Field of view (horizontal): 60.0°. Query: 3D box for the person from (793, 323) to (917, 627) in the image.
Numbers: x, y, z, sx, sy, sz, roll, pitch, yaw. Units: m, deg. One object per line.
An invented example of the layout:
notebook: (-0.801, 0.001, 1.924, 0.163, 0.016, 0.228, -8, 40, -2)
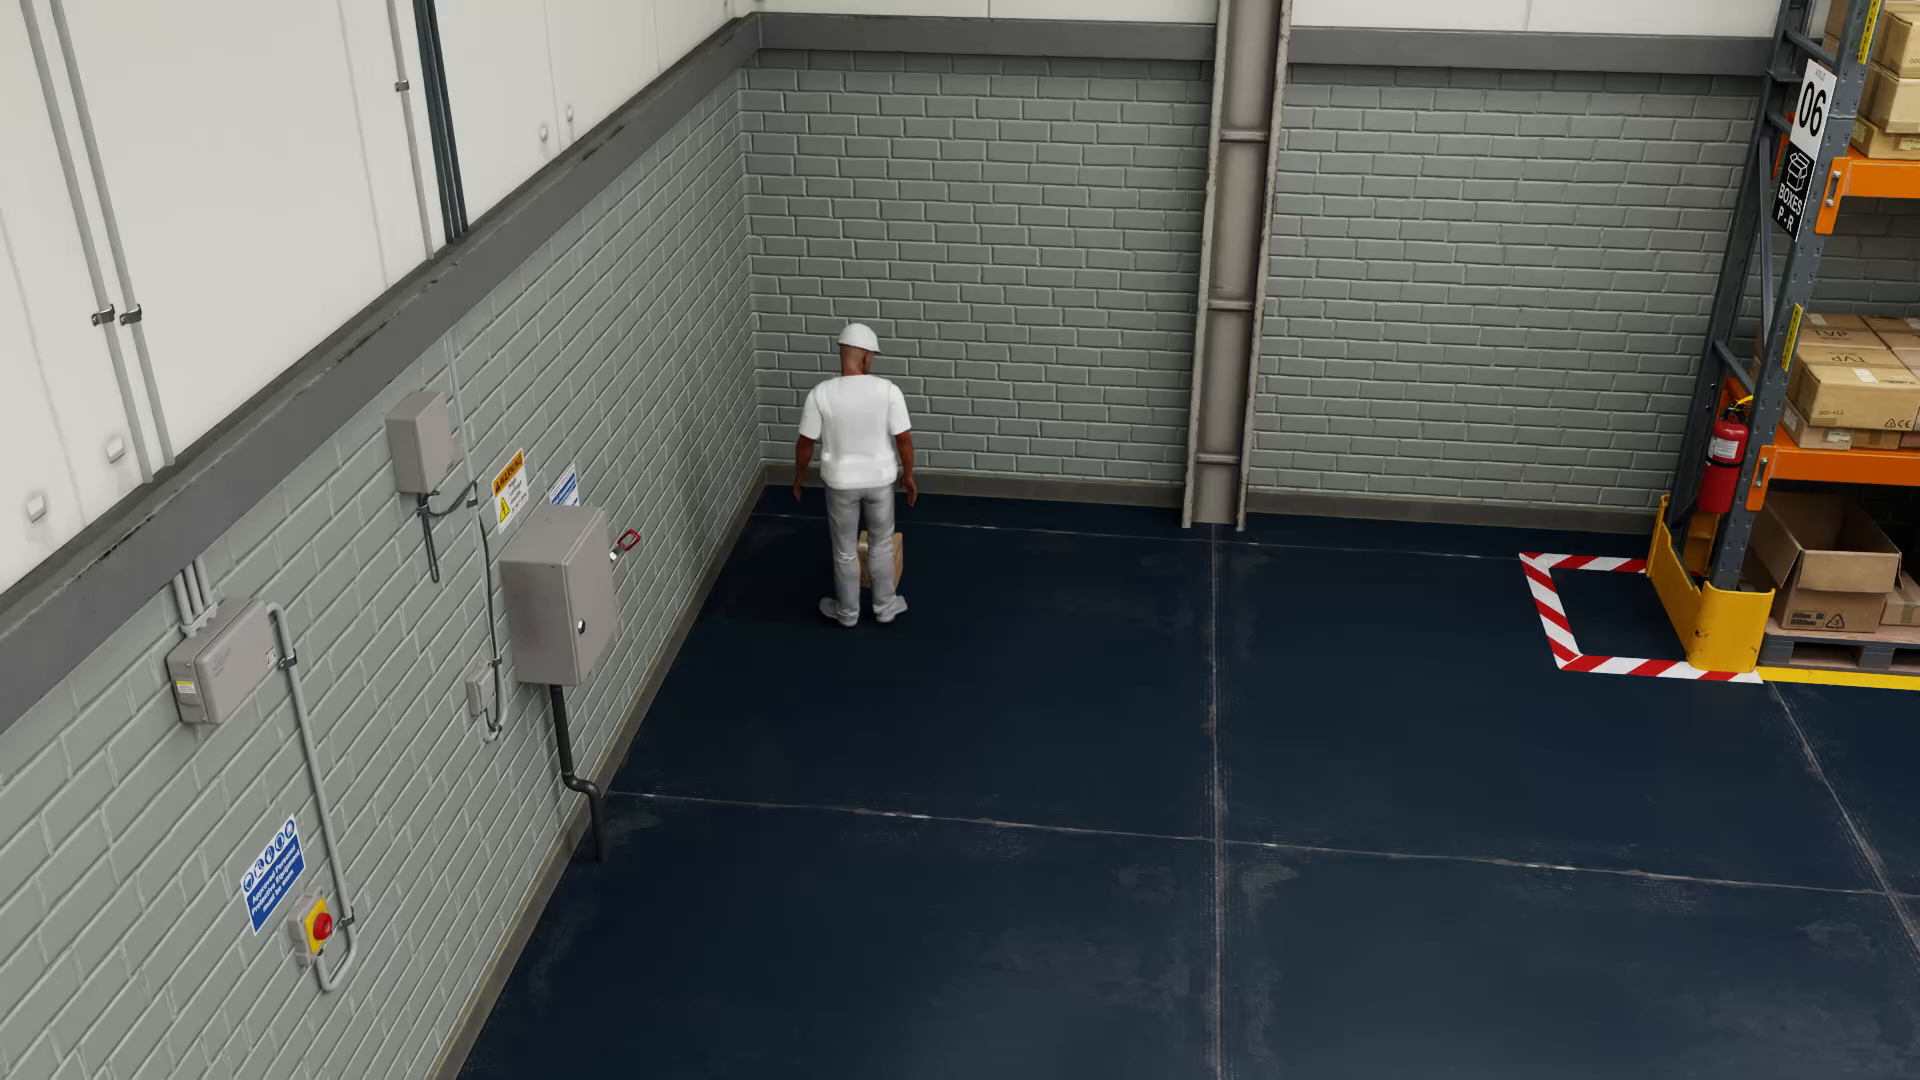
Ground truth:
person: (-0.583, -0.328, 9.202, 0.675, 1.773, 0.377, -4, 28, -7)
